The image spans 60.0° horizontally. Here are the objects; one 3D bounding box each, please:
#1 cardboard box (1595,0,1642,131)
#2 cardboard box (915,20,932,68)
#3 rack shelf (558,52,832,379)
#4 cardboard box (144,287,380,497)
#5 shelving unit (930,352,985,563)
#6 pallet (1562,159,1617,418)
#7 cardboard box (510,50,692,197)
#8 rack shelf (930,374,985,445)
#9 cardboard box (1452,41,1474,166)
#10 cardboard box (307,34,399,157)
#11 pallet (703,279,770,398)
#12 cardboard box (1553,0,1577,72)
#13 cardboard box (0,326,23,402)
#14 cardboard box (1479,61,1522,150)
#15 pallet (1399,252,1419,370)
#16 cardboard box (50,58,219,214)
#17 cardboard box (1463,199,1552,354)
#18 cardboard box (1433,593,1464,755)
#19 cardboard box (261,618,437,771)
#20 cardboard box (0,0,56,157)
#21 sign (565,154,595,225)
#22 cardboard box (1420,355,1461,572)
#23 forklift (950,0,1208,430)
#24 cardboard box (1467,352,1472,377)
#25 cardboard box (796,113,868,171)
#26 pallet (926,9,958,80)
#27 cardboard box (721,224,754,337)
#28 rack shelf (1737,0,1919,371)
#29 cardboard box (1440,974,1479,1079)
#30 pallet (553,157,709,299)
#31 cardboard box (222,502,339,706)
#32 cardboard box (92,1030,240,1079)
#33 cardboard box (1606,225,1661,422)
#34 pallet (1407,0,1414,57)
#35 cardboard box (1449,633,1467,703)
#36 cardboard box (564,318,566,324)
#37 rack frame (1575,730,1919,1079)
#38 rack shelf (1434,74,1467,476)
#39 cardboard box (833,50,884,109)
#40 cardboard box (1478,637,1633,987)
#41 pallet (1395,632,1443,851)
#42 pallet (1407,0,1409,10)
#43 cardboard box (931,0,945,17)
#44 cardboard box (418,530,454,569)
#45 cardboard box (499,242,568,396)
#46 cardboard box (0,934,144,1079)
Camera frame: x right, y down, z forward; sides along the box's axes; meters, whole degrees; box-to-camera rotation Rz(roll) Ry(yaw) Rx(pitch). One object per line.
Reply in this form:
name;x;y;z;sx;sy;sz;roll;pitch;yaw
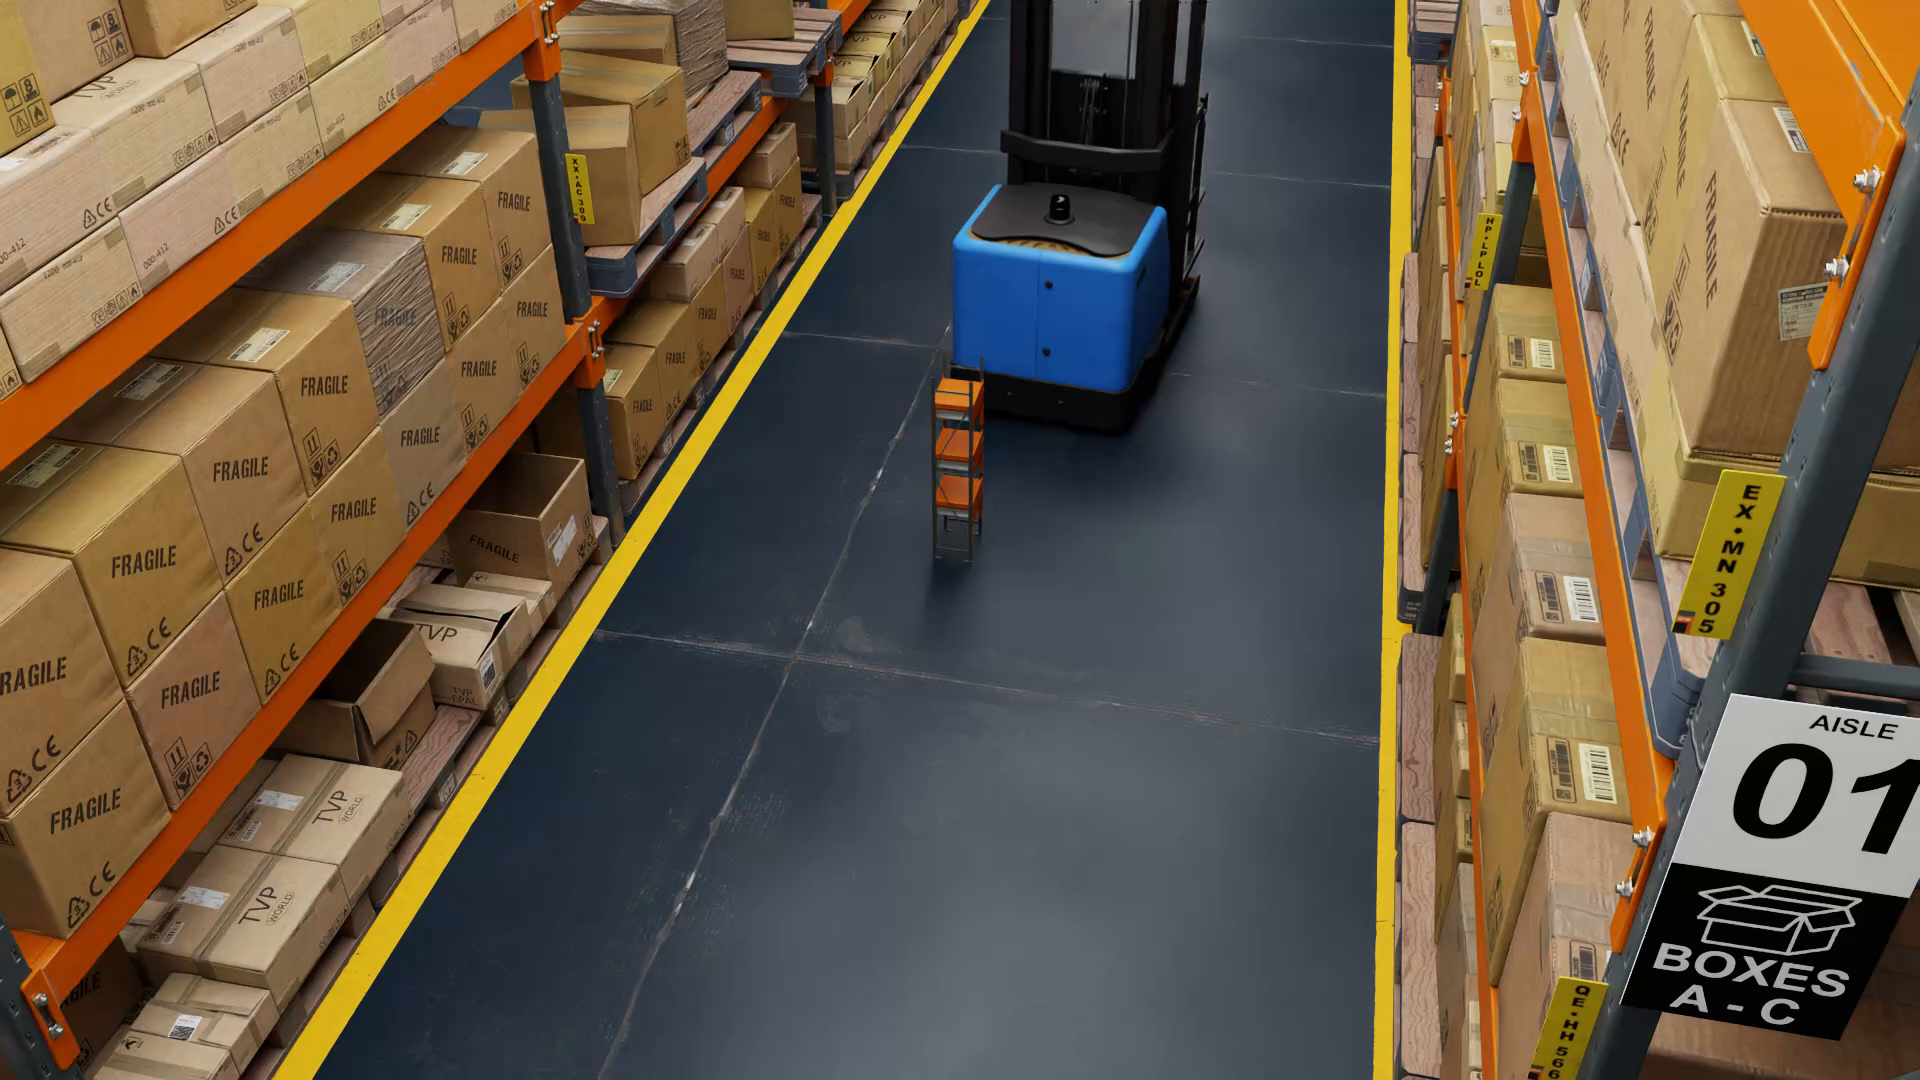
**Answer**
cardboard box;1.991;-1.363;4.334;0.500;0.500;0.500;8;37;10
cardboard box;-0.534;-4.052;13.541;0.500;0.250;0.500;8;37;11
rack shelf;-1.792;-2.122;9.505;1.077;0.370;4.000;7;37;10
cardboard box;-2.398;-0.518;5.742;0.500;0.500;0.500;7;37;10
shelving unit;-0.011;-0.394;8.170;0.215;1.050;0.252;7;37;10
pallet;2.173;-0.661;4.396;1.003;0.211;1.213;7;37;10
cardboard box;-1.814;-2.123;8.450;0.700;0.500;0.500;13;38;17
rack shelf;-0.011;-0.616;8.009;0.215;0.259;0.240;7;37;10
cardboard box;2.894;-2.280;8.754;0.500;0.500;0.500;7;37;10
cardboard box;-2.279;-1.535;5.654;0.500;0.250;0.500;7;37;10
pallet;-1.824;-1.310;10.148;1.003;0.211;1.213;7;37;10
cardboard box;2.216;-1.649;5.368;0.500;0.250;0.500;7;37;10
cardboard box;-2.715;-0.390;4.074;0.500;0.250;0.500;7;37;10
cardboard box;2.698;-2.005;7.735;0.500;0.250;0.500;8;37;11
pallet;3.233;-1.369;10.230;1.003;0.211;1.213;7;37;10
cardboard box;-2.495;-1.165;4.717;0.500;0.250;0.500;7;37;10
cardboard box;2.473;-1.113;7.144;0.500;0.500;0.500;7;36;9
cardboard box;2.361;0.610;6.894;0.700;0.500;0.500;8;37;11
cardboard box;-2.615;0.644;6.828;0.797;0.503;0.637;7;37;10
cardboard box;-2.790;-1.206;4.135;0.700;0.500;0.500;7;37;10
sign;-1.687;-1.553;7.370;0.100;0.325;0.005;7;37;10
cardboard box;2.633;-0.336;7.902;0.750;0.750;0.750;8;37;11
forklift;0.893;-2.662;9.696;1.130;2.935;3.031;11;37;15
cardboard box;2.417;-0.783;7.242;0.380;0.149;0.250;8;37;10
cardboard box;-0.966;-2.880;11.923;0.500;0.250;0.500;7;37;10
pallet;-0.630;-4.297;14.268;1.003;0.211;1.213;7;37;10
cardboard box;-1.552;-1.562;9.874;0.500;0.500;0.500;6;36;8
rack shelf;2.194;-1.477;3.844;1.077;0.370;4.000;7;37;10
cardboard box;1.925;1.787;5.271;0.700;0.500;0.500;7;37;10
pallet;-1.942;-1.633;8.381;1.003;0.211;1.213;7;37;10
cardboard box;-2.506;0.181;5.629;0.500;0.500;0.500;7;37;10
cardboard box;-2.648;1.806;5.527;0.380;0.149;0.250;7;37;10
cardboard box;1.774;-0.471;3.742;0.500;0.250;0.500;6;36;8
pallet;4.439;-4.495;14.542;1.003;0.211;1.213;7;37;10
cardboard box;2.110;0.521;6.465;0.380;0.149;0.250;8;37;12
cardboard box;-2.280;-1.034;9.146;0.500;0.500;0.500;7;37;10
rack frame;1.767;1.645;3.694;1.000;3.000;0.127;7;37;10
rack shelf;3.048;-1.503;8.651;1.077;0.370;4.000;7;37;10
cardboard box;-0.862;-3.409;12.175;0.500;0.311;0.500;6;36;9
cardboard box;2.010;0.812;4.588;0.980;0.700;0.700;7;37;10
pallet;2.382;0.908;7.088;1.003;0.211;1.213;7;37;10
pallet;4.697;-5.196;15.510;1.003;0.211;1.213;7;37;10
cardboard box;-0.422;-4.570;13.776;0.500;0.311;0.500;8;37;11
cardboard box;-2.520;-0.142;8.077;0.500;0.311;0.500;7;37;10
cardboard box;-2.075;-0.988;7.242;0.500;0.500;0.500;8;37;11
cardboard box;-3.198;1.518;5.625;0.500;0.500;0.500;7;37;10
